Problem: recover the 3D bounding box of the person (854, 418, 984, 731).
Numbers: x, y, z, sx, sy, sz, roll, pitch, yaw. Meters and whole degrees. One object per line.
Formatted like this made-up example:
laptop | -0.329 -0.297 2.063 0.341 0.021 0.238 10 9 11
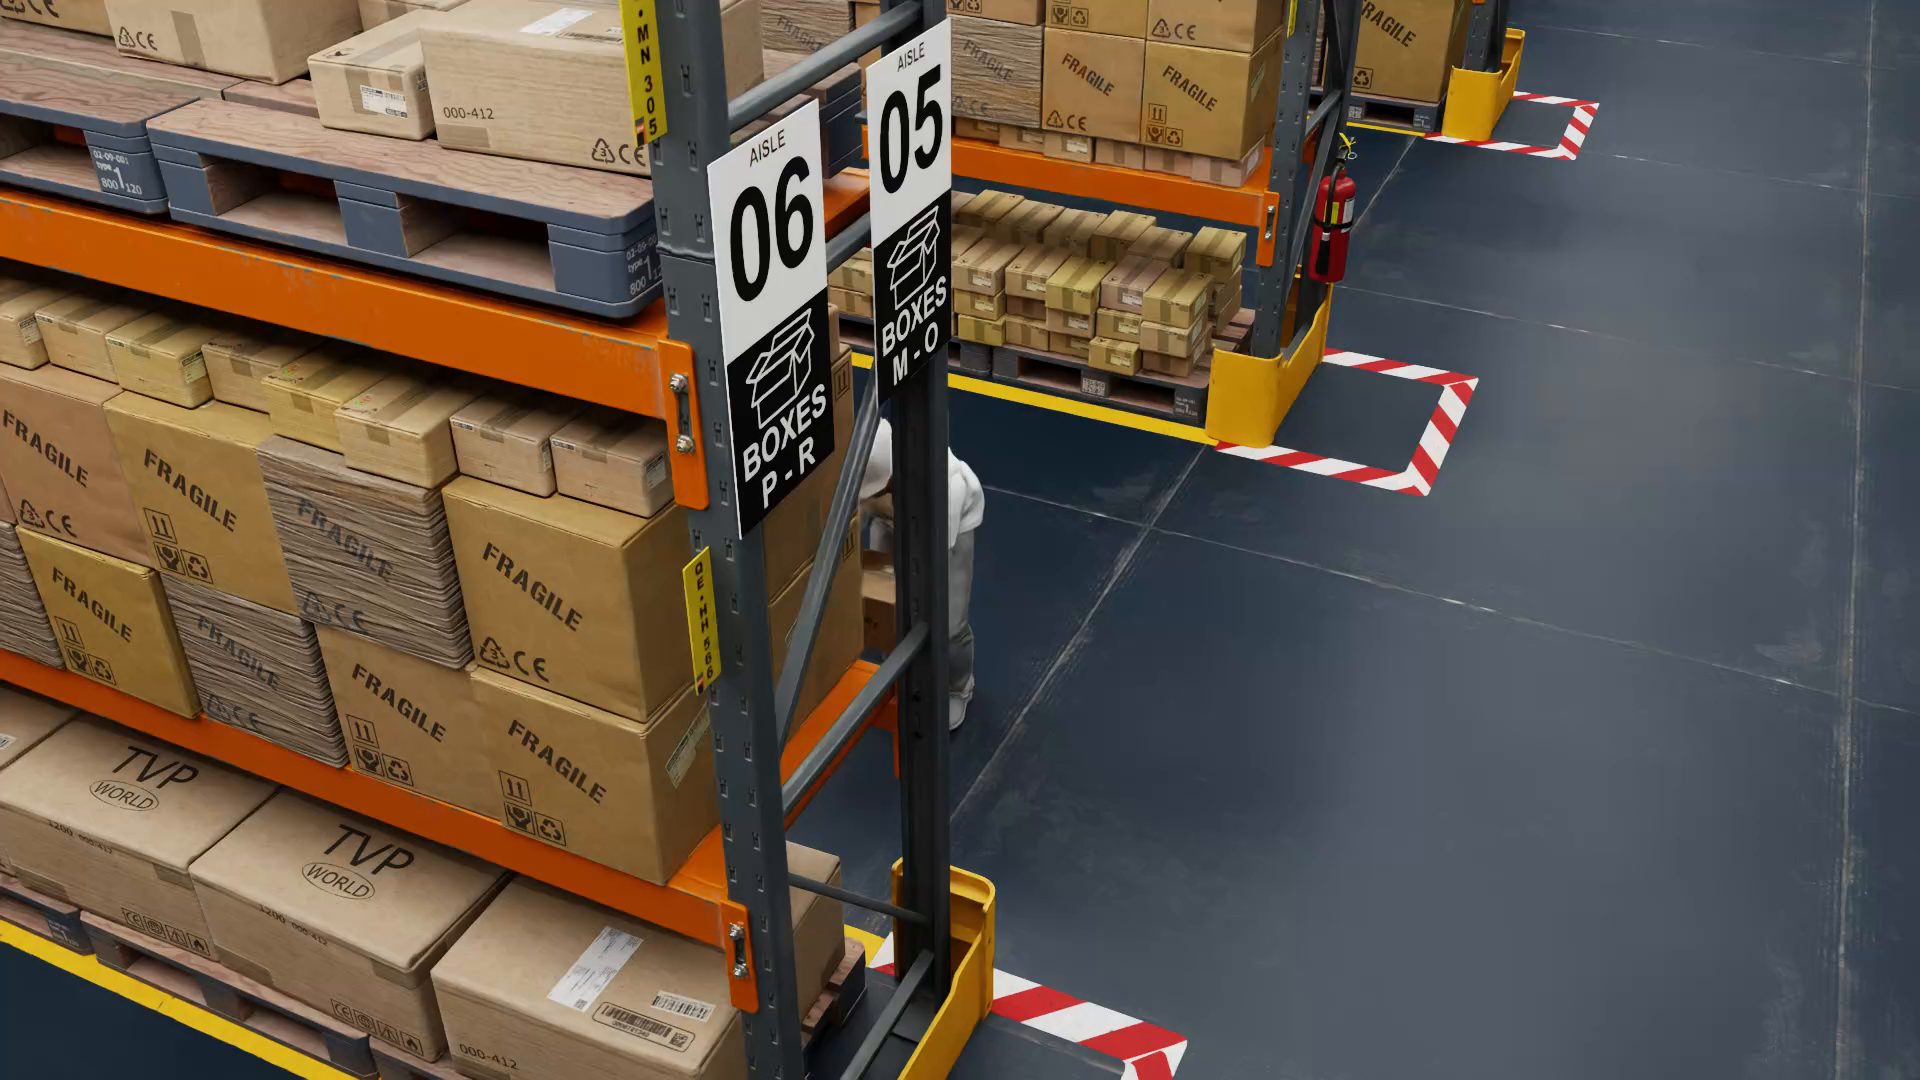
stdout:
person | -0.198 0.103 6.165 0.488 1.542 0.803 13 36 19
